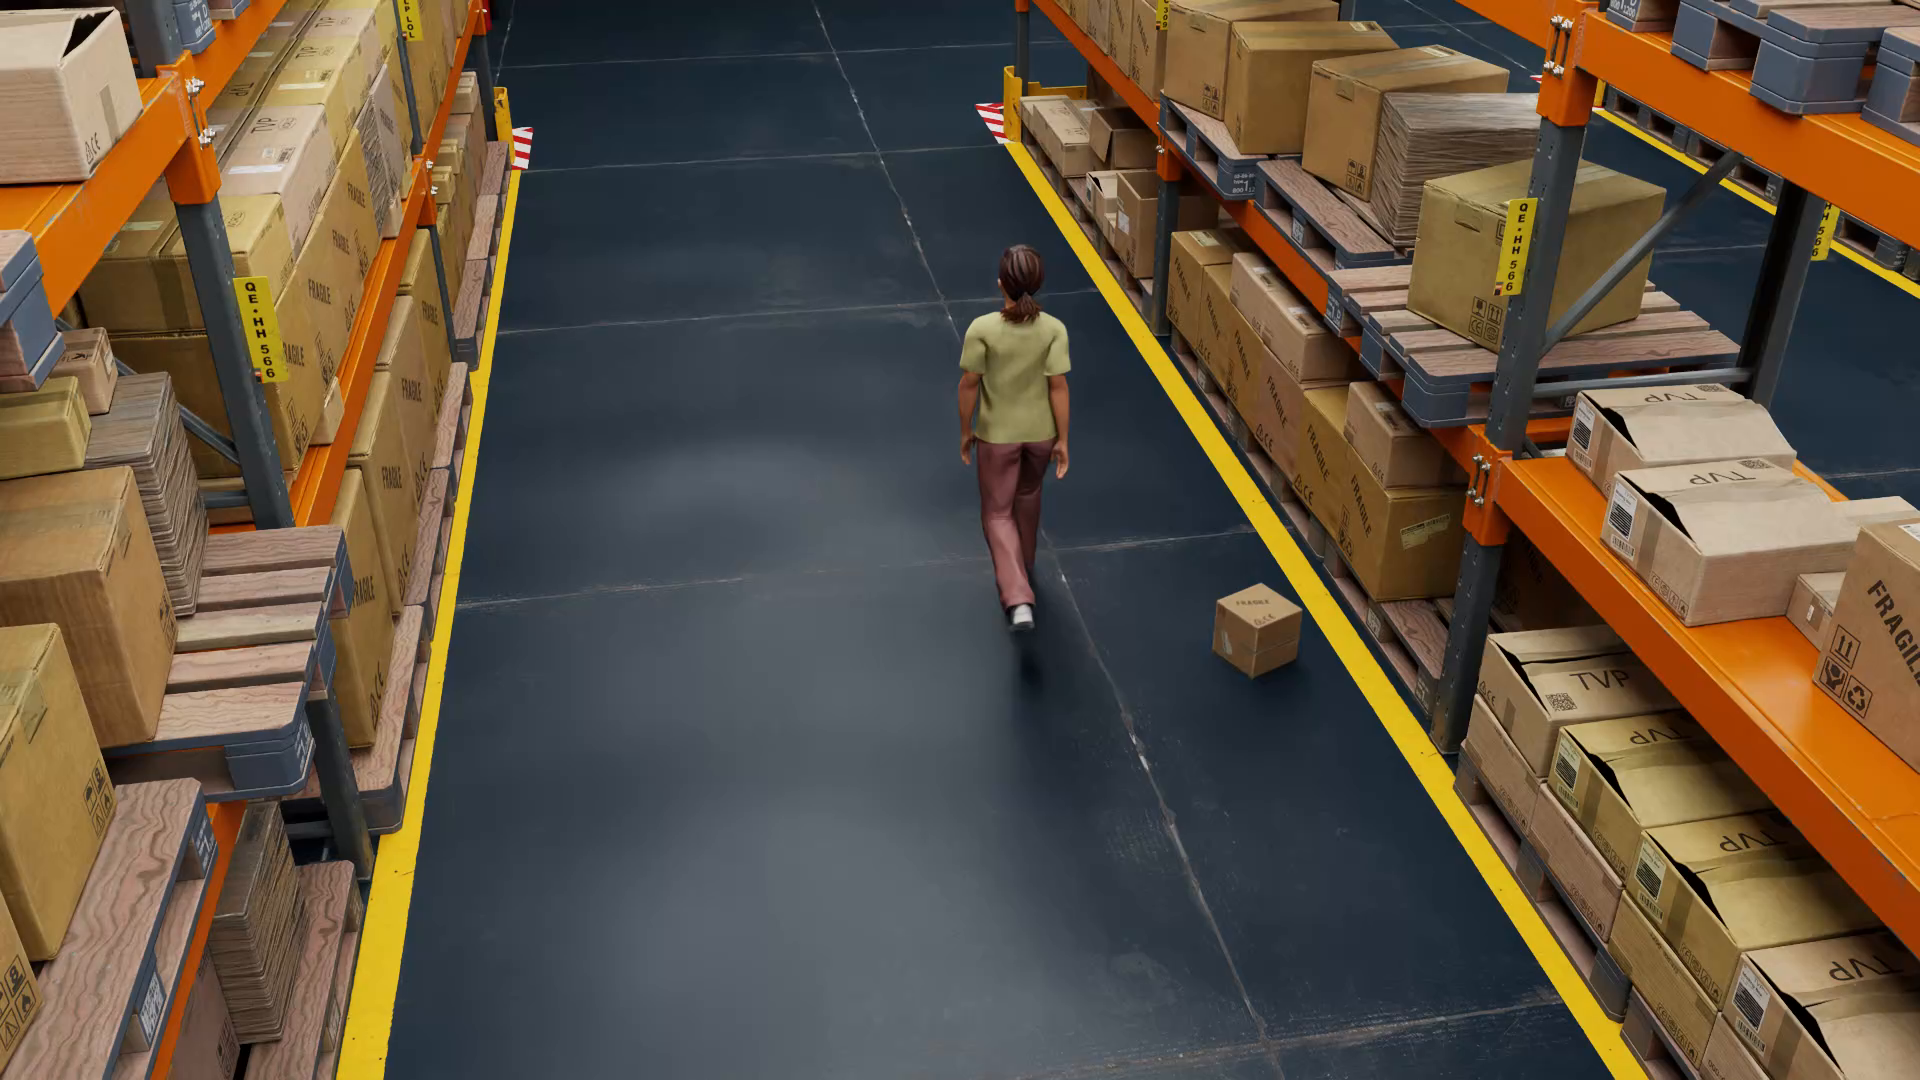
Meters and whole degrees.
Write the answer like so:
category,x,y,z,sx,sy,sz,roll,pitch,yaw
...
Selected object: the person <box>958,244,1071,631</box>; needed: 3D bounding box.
category,x,y,z,sx,sy,sz,roll,pitch,yaw
person,0.222,-0.406,6.839,0.451,1.608,0.961,-4,31,-7
